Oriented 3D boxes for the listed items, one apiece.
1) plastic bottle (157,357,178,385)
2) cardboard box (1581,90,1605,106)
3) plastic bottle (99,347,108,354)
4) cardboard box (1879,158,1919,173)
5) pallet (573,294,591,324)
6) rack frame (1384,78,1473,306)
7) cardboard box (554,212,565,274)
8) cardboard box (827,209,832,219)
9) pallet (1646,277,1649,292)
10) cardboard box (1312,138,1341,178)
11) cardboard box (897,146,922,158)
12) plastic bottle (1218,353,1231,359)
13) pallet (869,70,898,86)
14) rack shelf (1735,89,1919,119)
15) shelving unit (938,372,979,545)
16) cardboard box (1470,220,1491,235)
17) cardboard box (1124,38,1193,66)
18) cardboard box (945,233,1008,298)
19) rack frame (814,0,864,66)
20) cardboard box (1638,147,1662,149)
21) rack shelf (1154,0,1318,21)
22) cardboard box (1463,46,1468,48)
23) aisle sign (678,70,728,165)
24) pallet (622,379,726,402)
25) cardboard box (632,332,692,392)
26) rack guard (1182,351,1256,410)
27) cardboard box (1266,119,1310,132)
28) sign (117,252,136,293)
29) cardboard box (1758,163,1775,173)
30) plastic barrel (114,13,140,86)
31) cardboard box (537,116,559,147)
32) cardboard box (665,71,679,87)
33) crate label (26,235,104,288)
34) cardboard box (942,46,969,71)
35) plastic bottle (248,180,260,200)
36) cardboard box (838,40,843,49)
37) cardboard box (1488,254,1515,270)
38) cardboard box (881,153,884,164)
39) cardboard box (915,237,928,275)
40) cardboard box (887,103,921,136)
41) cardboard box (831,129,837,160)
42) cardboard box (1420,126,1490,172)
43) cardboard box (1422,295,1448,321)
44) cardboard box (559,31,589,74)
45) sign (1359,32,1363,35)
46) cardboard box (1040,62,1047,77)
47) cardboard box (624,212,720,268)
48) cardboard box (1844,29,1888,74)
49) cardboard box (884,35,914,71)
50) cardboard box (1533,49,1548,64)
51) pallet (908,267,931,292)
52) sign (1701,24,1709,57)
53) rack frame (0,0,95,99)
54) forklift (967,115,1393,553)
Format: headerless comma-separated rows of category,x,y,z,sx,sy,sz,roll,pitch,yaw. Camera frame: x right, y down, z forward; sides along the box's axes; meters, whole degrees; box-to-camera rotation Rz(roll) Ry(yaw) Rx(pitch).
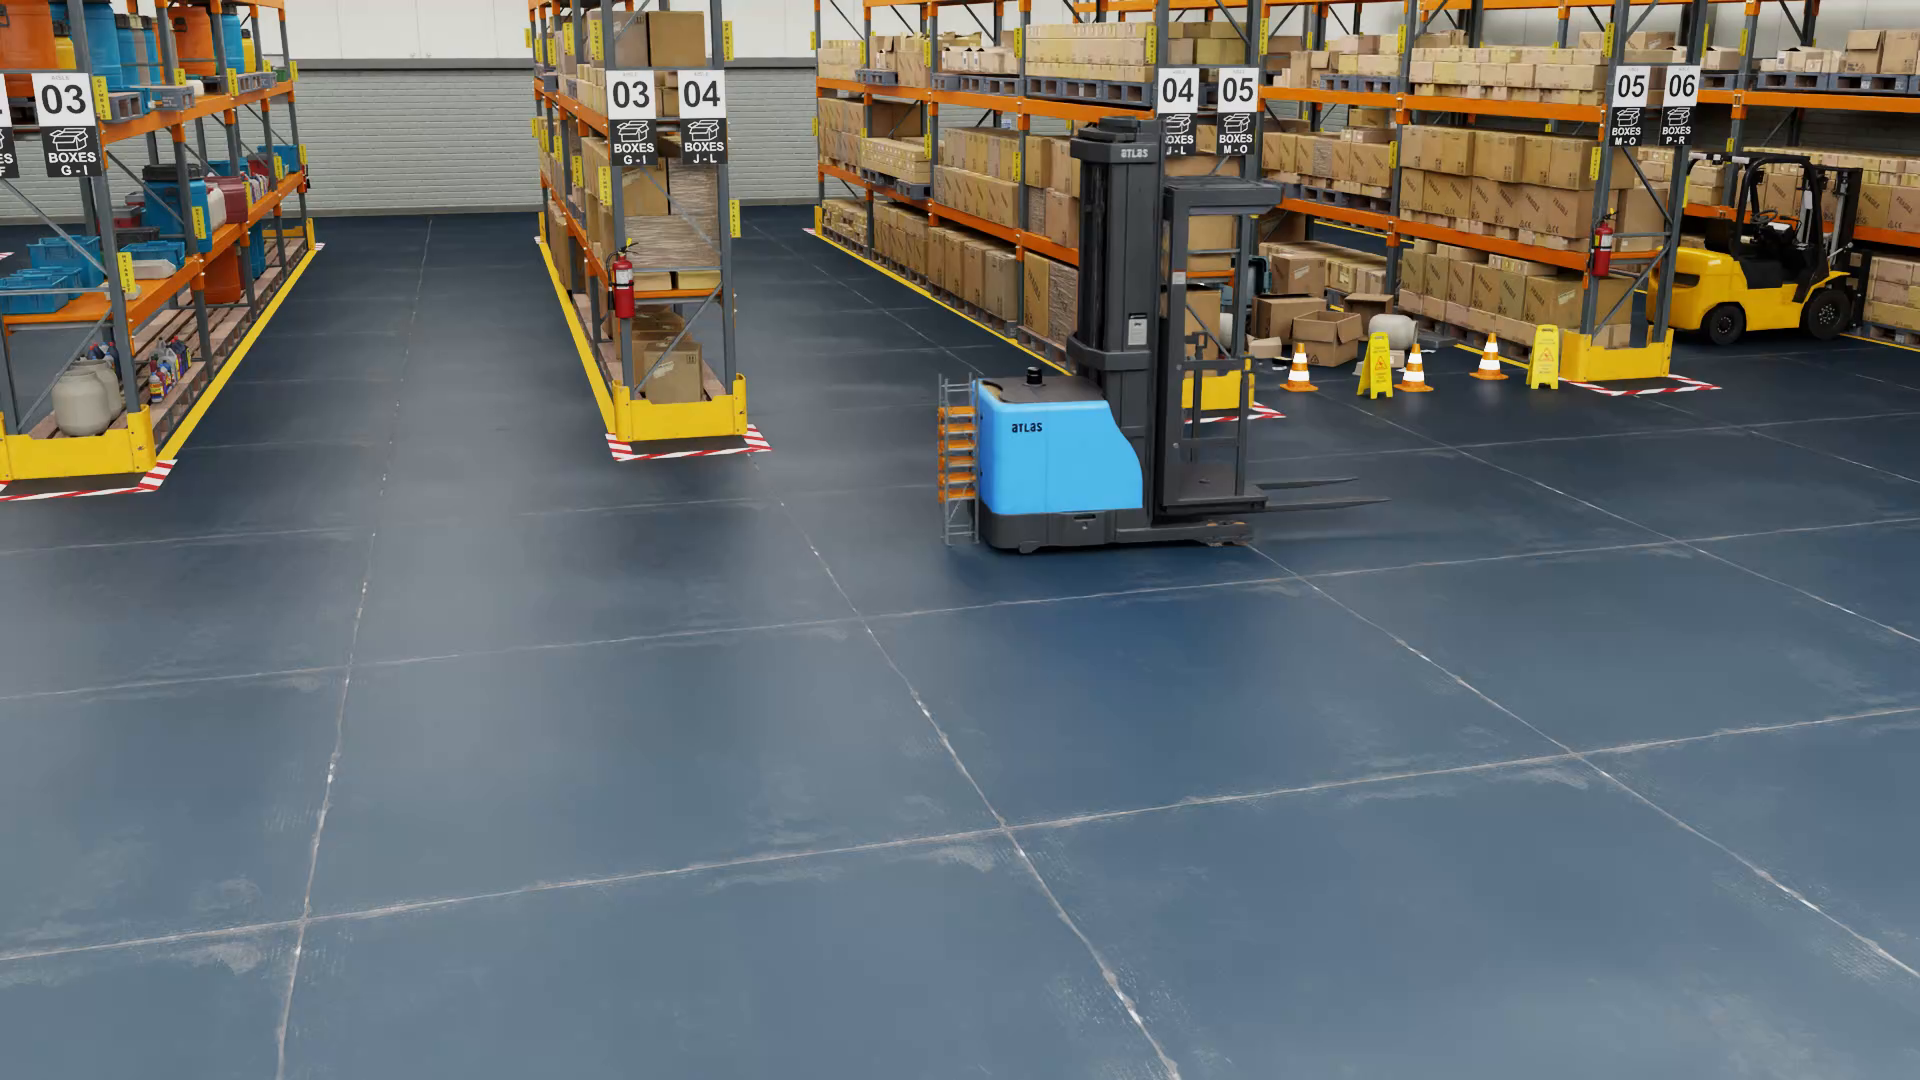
plastic bottle,-7.743,-1.661,16.236,0.152,0.276,0.135,-4,17,-14
cardboard box,6.644,-4.559,17.138,0.380,0.149,0.250,-5,17,-15
plastic bottle,-8.598,-1.794,16.679,0.152,0.276,0.135,-4,17,-13
cardboard box,11.110,-4.417,19.624,0.380,0.149,0.250,-4,17,-14
pallet,-4.503,-3.044,21.718,1.003,0.211,1.213,-5,17,-15
rack frame,5.911,-4.273,20.962,1.000,3.000,0.127,-5,17,-15
cardboard box,-5.124,-4.219,23.746,1.225,0.875,0.875,-5,17,-15
cardboard box,-2.200,-5.905,30.106,0.380,0.149,0.250,-5,17,-16
pallet,10.443,-3.531,23.341,1.003,0.211,1.213,-5,17,-15
cardboard box,5.145,-5.199,22.624,0.500,0.500,0.500,-5,18,-17
cardboard box,-0.711,-5.640,24.188,0.380,0.149,0.250,-4,17,-14
plastic bottle,3.043,-2.060,18.705,0.283,0.061,0.133,-12,20,-34
pallet,-0.664,-6.947,24.977,1.213,0.211,1.003,-5,17,-15
rack shelf,11.232,-5.205,20.102,1.077,0.370,4.000,-5,17,-15
shelving unit,-0.011,-0.571,11.767,0.258,1.200,0.189,-4,17,-14
cardboard box,6.128,-3.618,19.218,0.380,0.149,0.250,-5,17,-15
cardboard box,1.876,-4.616,15.732,0.500,0.250,0.500,-4,17,-15
cardboard box,0.405,-3.666,22.124,1.050,0.750,0.750,-4,17,-14
rack frame,-2.118,-10.046,29.753,1.000,3.000,0.127,-5,17,-15
cardboard box,9.917,-5.599,24.076,0.380,0.149,0.250,-5,17,-15
rack shelf,4.262,-8.269,25.785,1.077,0.370,4.000,-5,17,-15
cardboard box,8.565,-8.118,27.566,0.380,0.149,0.250,-5,17,-15
aisle sign,-2.212,-3.634,14.318,0.394,0.787,0.004,-5,17,-15
pallet,-2.728,-1.296,15.899,1.003,0.211,1.213,-5,17,-15
cardboard box,-2.871,-1.723,16.090,0.500,0.500,0.500,0,17,-1
rack guard,2.285,-1.543,16.220,1.175,0.500,0.348,-5,17,-15
cardboard box,4.912,-6.061,25.005,0.500,0.500,0.500,-5,18,-17
sign,-6.750,-2.166,13.467,0.100,0.325,0.005,-5,17,-15
cardboard box,10.590,-4.844,21.563,0.380,0.149,0.250,-4,17,-14
plastic barrel,-8.728,-4.898,16.957,0.600,0.901,0.708,-5,17,-15
cardboard box,-6.905,-6.946,28.301,0.500,0.500,0.500,-5,17,-17
cardboard box,-2.371,-4.033,14.517,0.380,0.149,0.250,-5,17,-16
crate label,-8.046,-2.496,14.985,0.502,0.435,0.616,-5,17,-15
cardboard box,0.068,-6.385,22.031,0.500,0.311,0.500,-5,17,-15
plastic bottle,-9.883,-4.890,23.232,0.152,0.276,0.135,-5,17,-15
cardboard box,-1.837,-8.350,28.022,0.380,0.149,0.250,-5,17,-16
cardboard box,6.237,-3.160,18.877,0.380,0.149,0.250,-4,17,-13
cardboard box,-0.988,-5.782,25.175,0.380,0.149,0.250,-5,17,-16
cardboard box,-0.352,-4.125,24.086,0.500,0.500,0.500,-5,17,-16
cardboard box,-0.909,-6.879,27.211,0.500,0.500,0.500,-4,17,-14
cardboard box,-1.966,-6.934,29.132,0.500,0.500,0.500,-4,17,-15
cardboard box,5.943,-4.660,19.822,0.700,0.500,0.500,-5,17,-15
cardboard box,5.971,-2.825,20.194,0.500,0.250,0.500,-4,17,-12
cardboard box,-4.554,-5.890,20.089,0.500,0.500,0.500,-5,17,-17
sign,7.924,-9.884,32.890,0.100,0.325,0.005,-5,17,-15
cardboard box,1.093,-5.150,18.203,0.380,0.149,0.250,-5,17,-15
cardboard box,-2.643,-2.727,15.126,0.875,0.500,0.500,-5,17,-15
cardboard box,11.117,-5.854,19.929,0.797,0.503,0.637,-4,17,-13
cardboard box,-0.721,-7.316,24.969,0.797,0.503,0.637,-5,17,-16
cardboard box,6.431,-5.220,17.954,0.380,0.149,0.250,-5,17,-15
pallet,-0.133,-3.840,24.370,1.003,0.211,1.213,-5,17,-15
sign,7.532,-5.064,16.864,0.100,0.325,0.005,-5,17,-15
rack frame,-7.280,-4.864,12.503,1.000,3.000,0.127,-5,17,-15
forklift,1.621,-1.500,11.852,3.031,2.935,1.130,-3,17,-10
